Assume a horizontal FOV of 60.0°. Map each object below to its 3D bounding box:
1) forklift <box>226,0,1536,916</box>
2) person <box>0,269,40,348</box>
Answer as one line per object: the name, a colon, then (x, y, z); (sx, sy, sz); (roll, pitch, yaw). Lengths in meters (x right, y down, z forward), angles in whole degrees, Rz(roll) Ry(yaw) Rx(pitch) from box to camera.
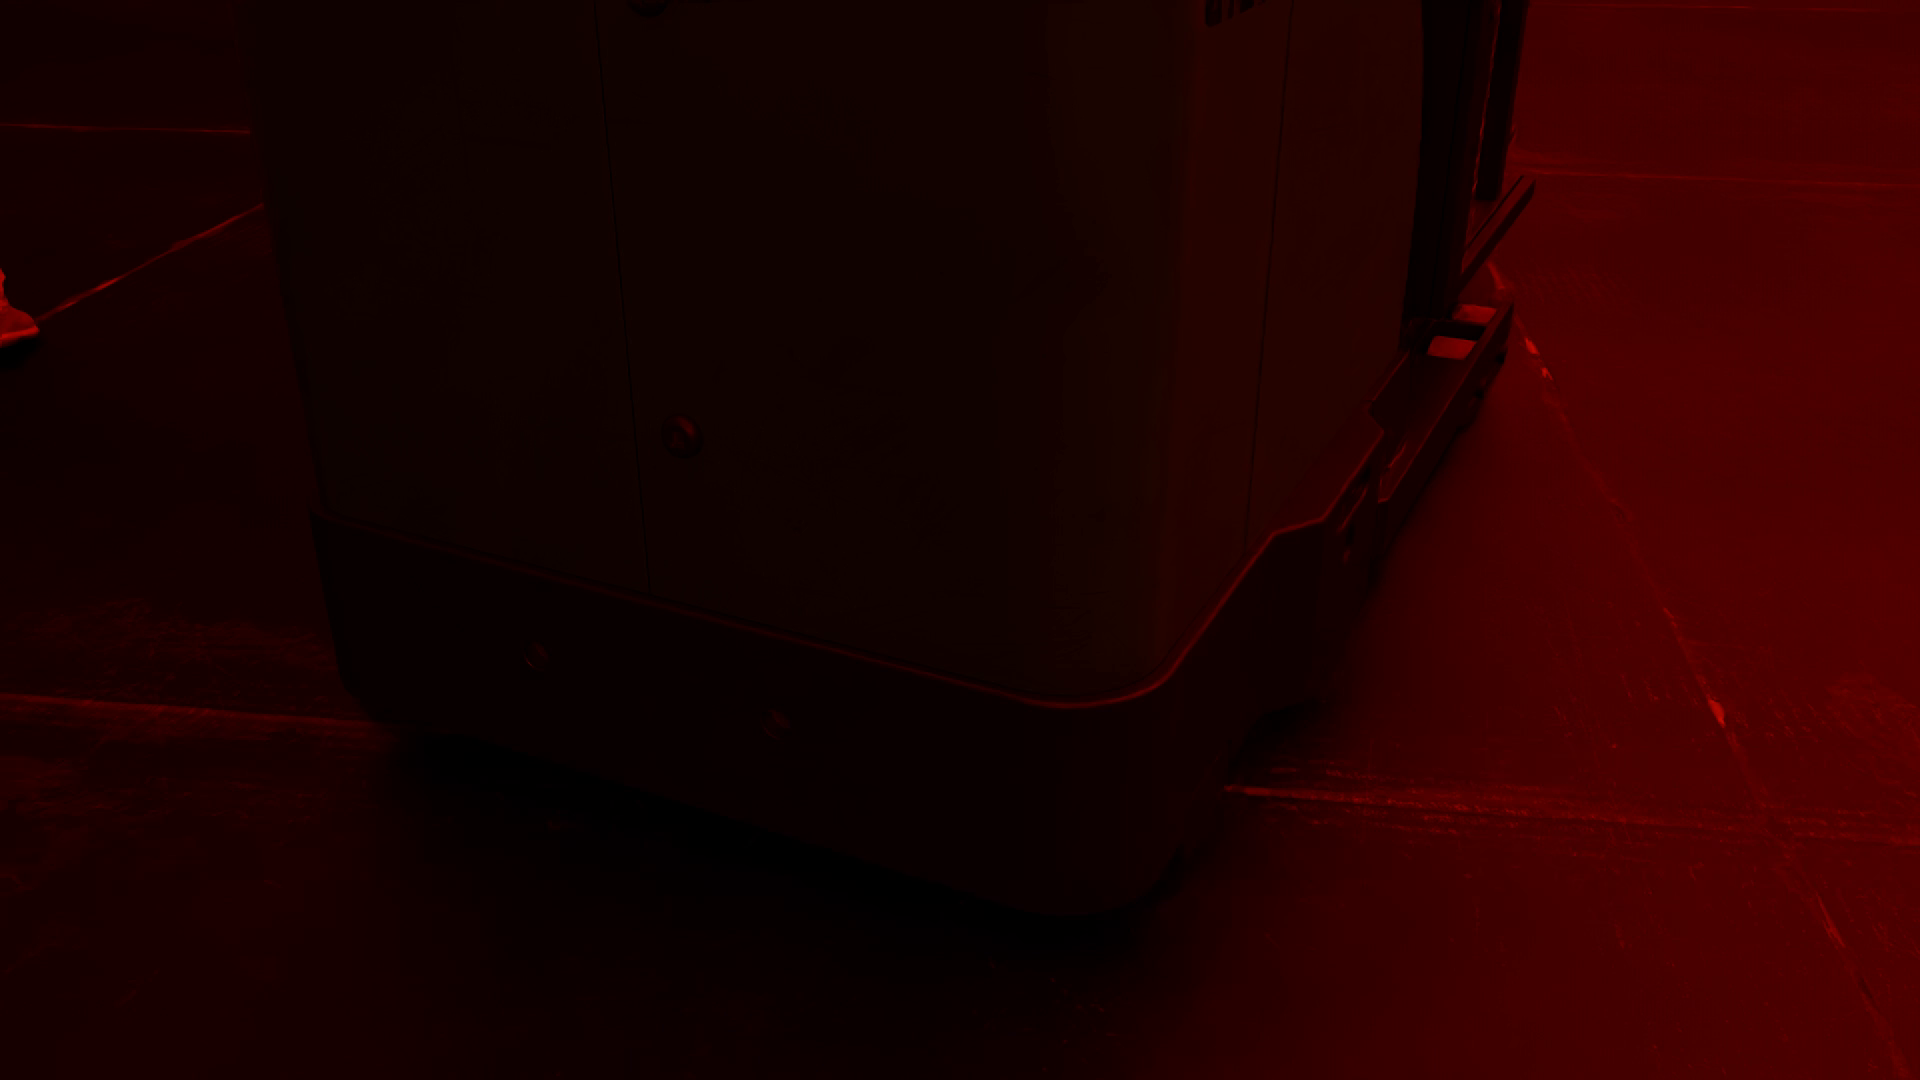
forklift: (0.356, -1.576, 2.376); (1.130, 2.935, 3.031); (13, 29, 23)
person: (-1.968, -0.970, 2.883); (0.729, 1.394, 0.906); (-11, 28, -21)
